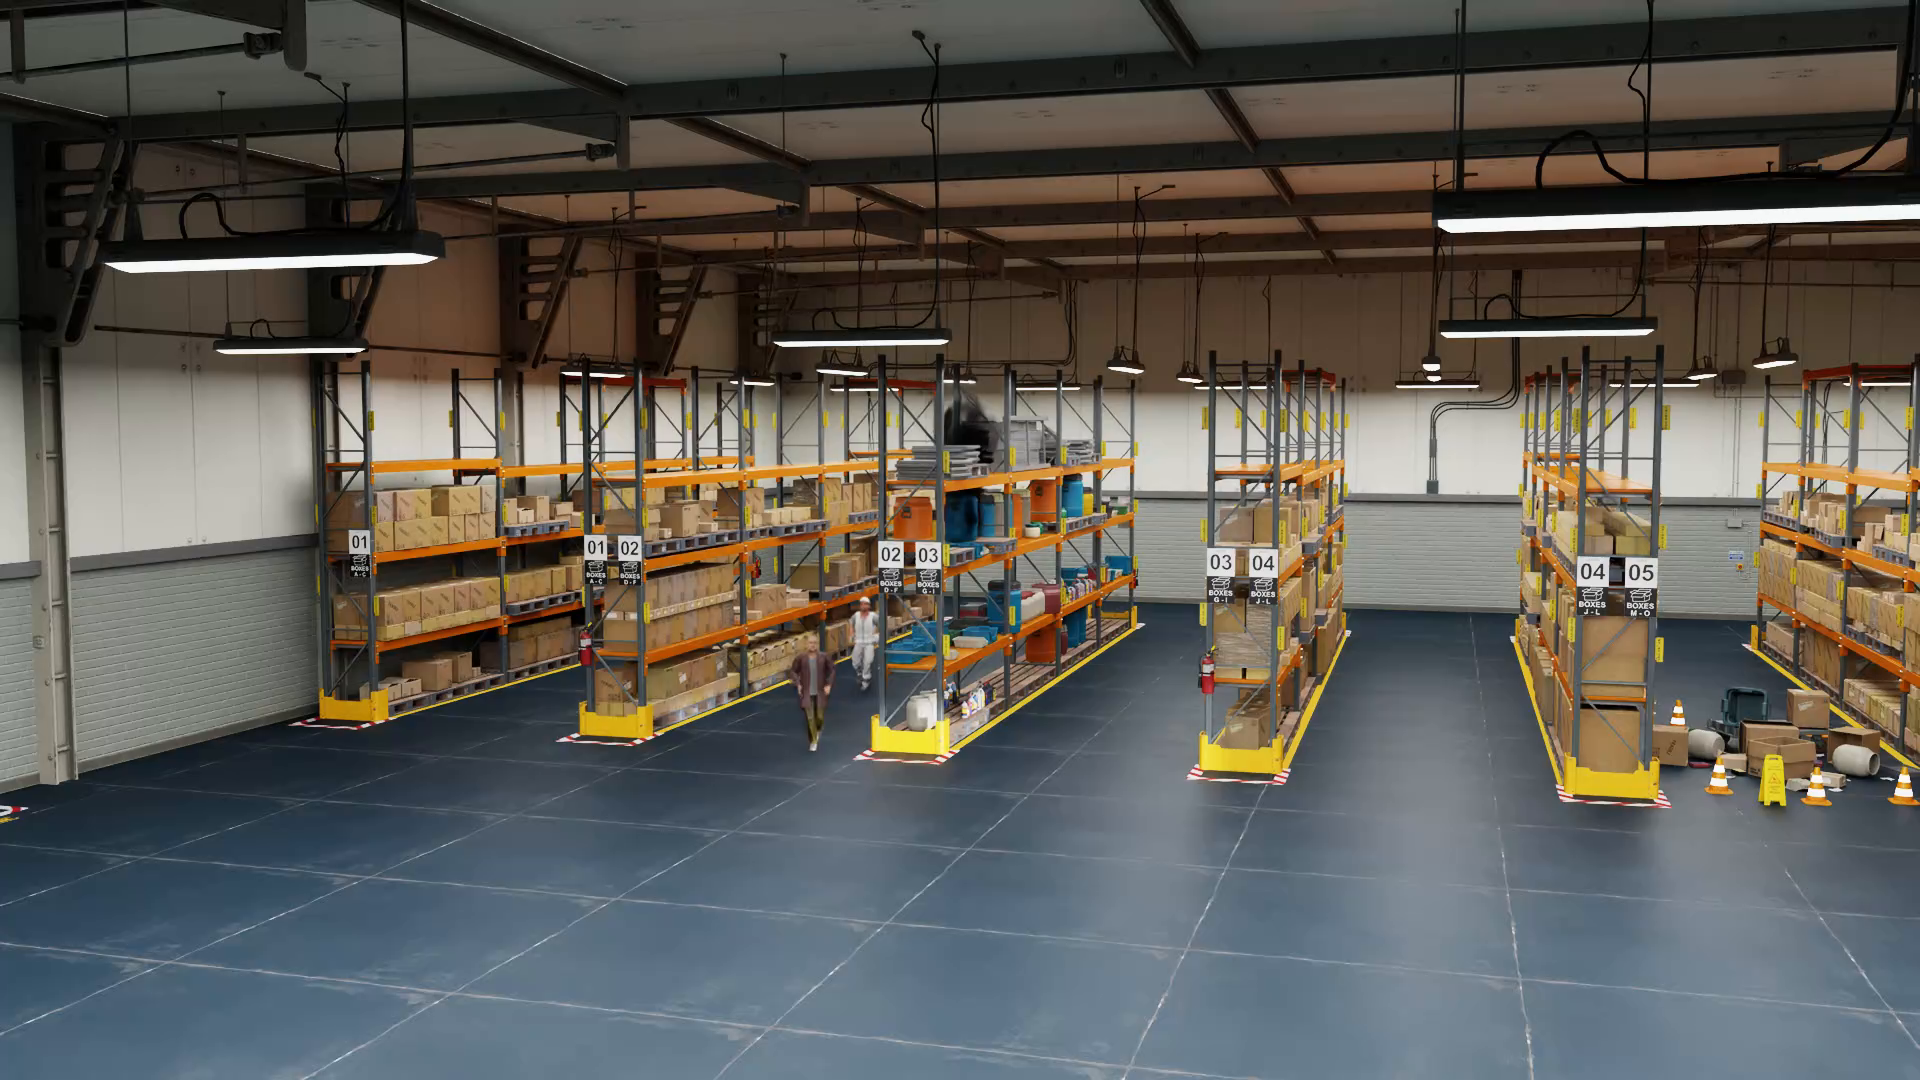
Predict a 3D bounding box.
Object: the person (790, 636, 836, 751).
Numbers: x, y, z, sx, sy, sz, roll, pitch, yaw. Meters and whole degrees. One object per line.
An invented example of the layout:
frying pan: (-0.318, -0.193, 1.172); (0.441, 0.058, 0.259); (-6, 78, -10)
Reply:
person: (-2.240, 2.326, 25.391); (0.712, 1.735, 0.627); (0, 4, -7)

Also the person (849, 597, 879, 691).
person: (-1.754, 1.925, 30.885); (0.657, 1.735, 0.618); (1, 4, 9)
